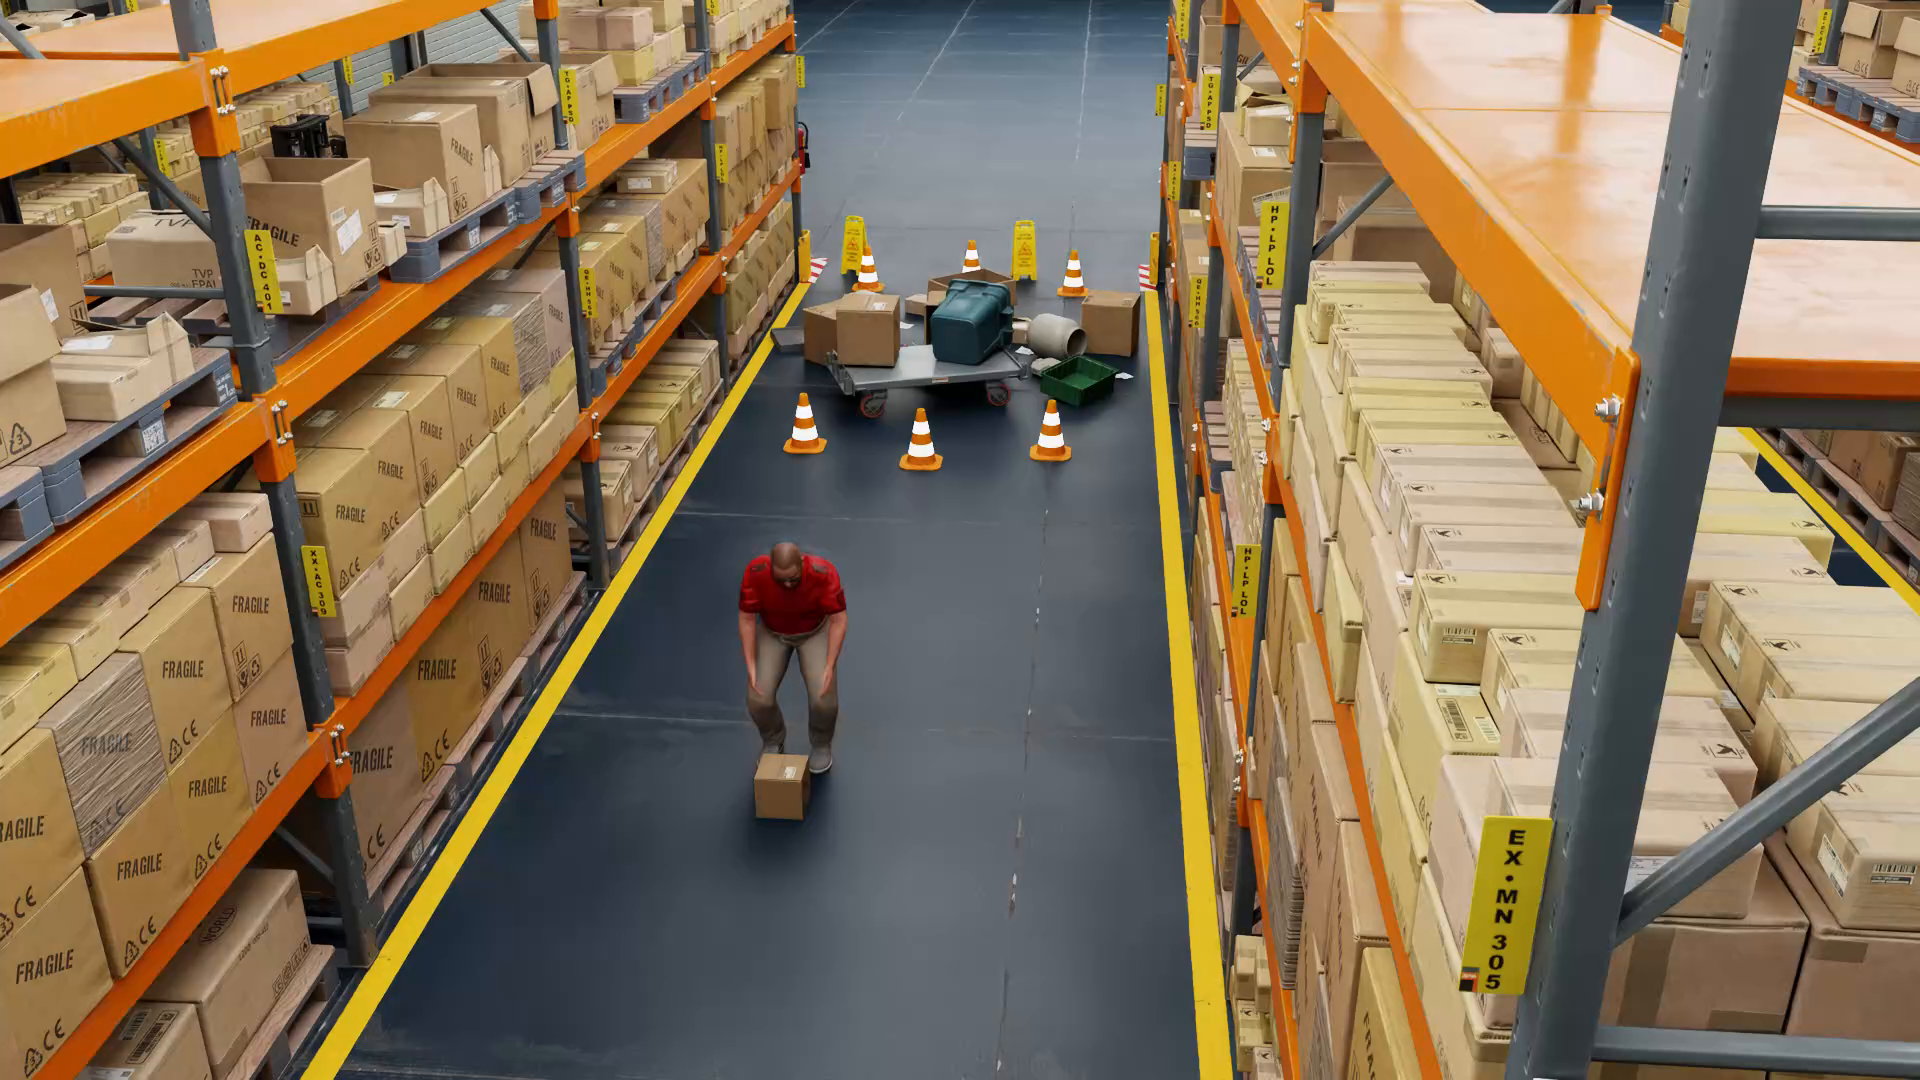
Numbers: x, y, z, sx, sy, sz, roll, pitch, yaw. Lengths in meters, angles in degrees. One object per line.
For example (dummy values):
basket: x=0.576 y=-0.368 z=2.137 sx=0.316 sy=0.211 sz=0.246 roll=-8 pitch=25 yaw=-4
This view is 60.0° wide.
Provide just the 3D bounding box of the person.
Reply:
person: x=-0.889 y=0.598 z=9.039 sx=0.588 sy=1.466 sz=0.615 roll=2 pitch=24 yaw=4
